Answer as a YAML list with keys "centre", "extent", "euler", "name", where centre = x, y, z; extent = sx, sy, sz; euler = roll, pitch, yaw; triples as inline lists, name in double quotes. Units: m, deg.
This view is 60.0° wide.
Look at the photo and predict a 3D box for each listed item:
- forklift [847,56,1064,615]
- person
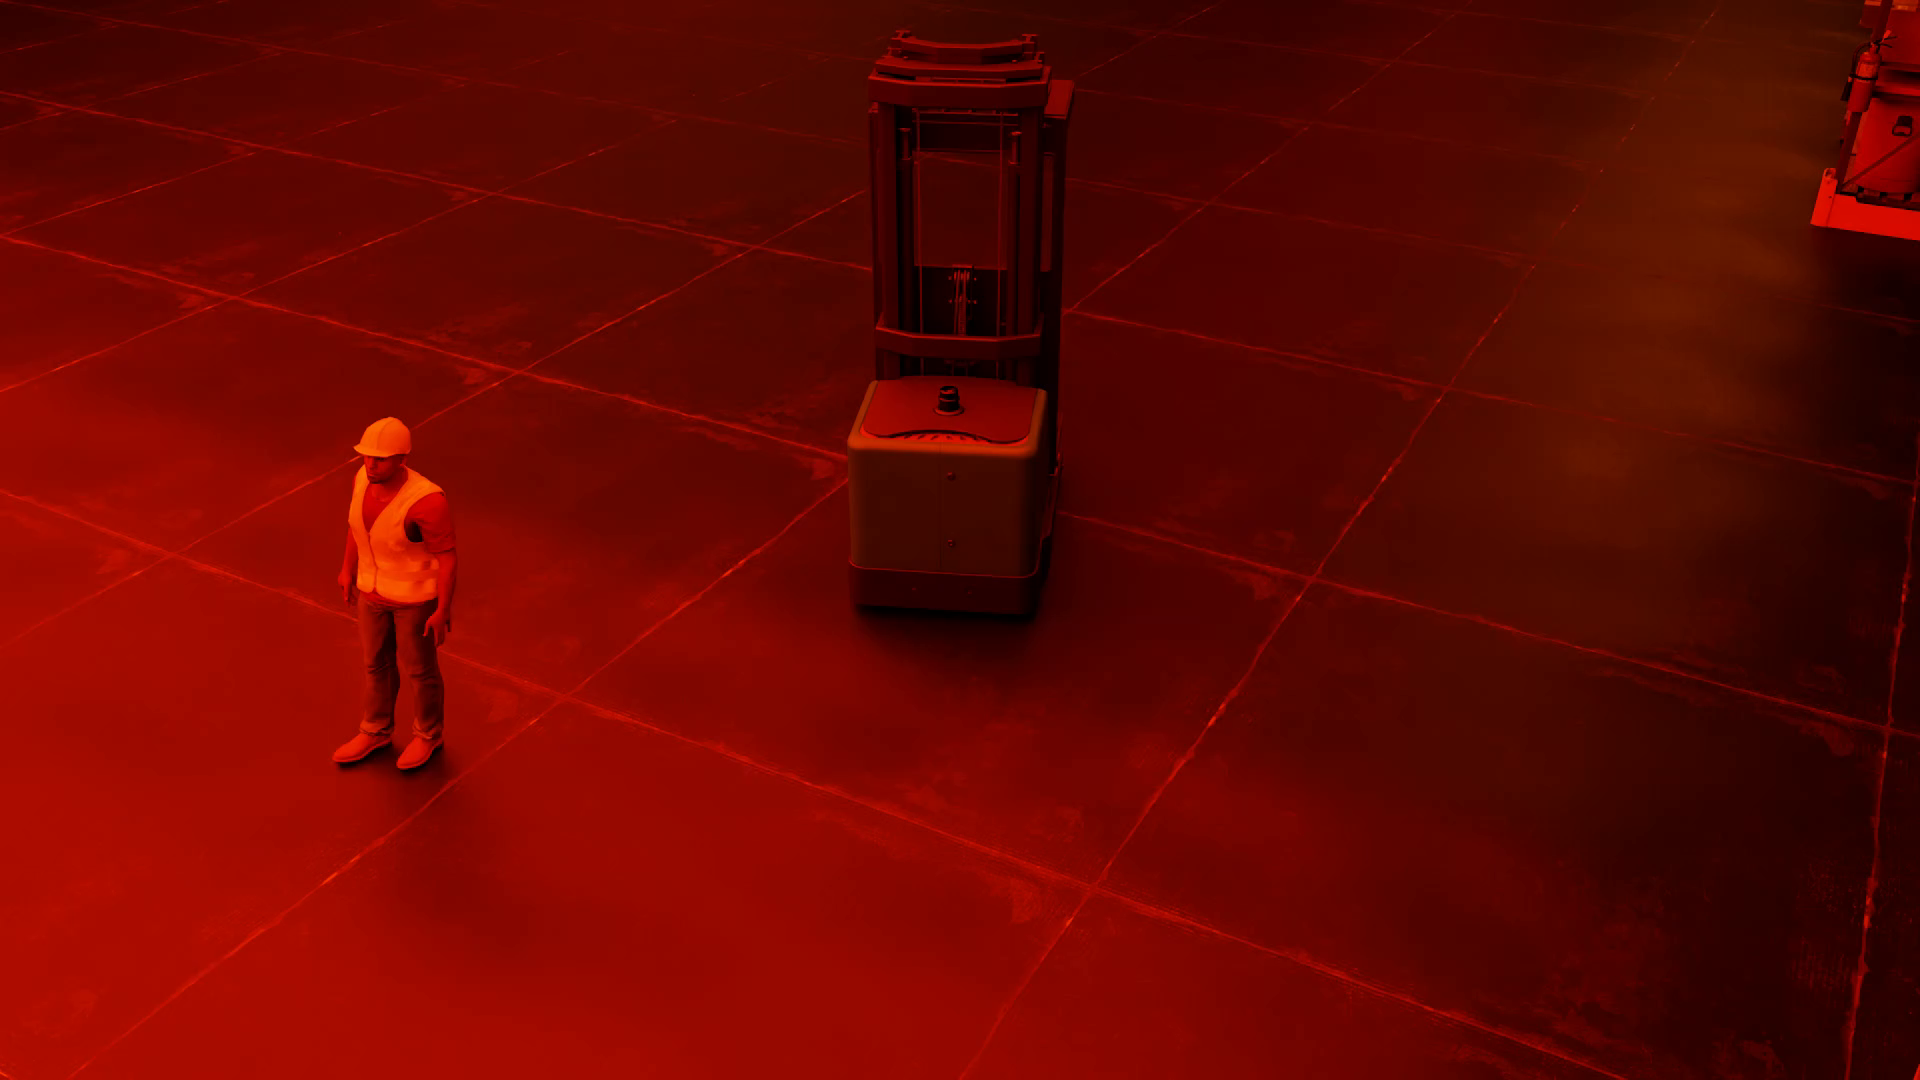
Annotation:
- centre: [0.007, -1.262, 9.346]
  extent: [1.129, 2.843, 1.939]
  euler: [3, 30, 6]
  name: "forklift"
- centre: [-2.664, 0.274, 7.747]
  extent: [0.665, 1.765, 0.577]
  euler: [16, 33, 25]
  name: "person"
